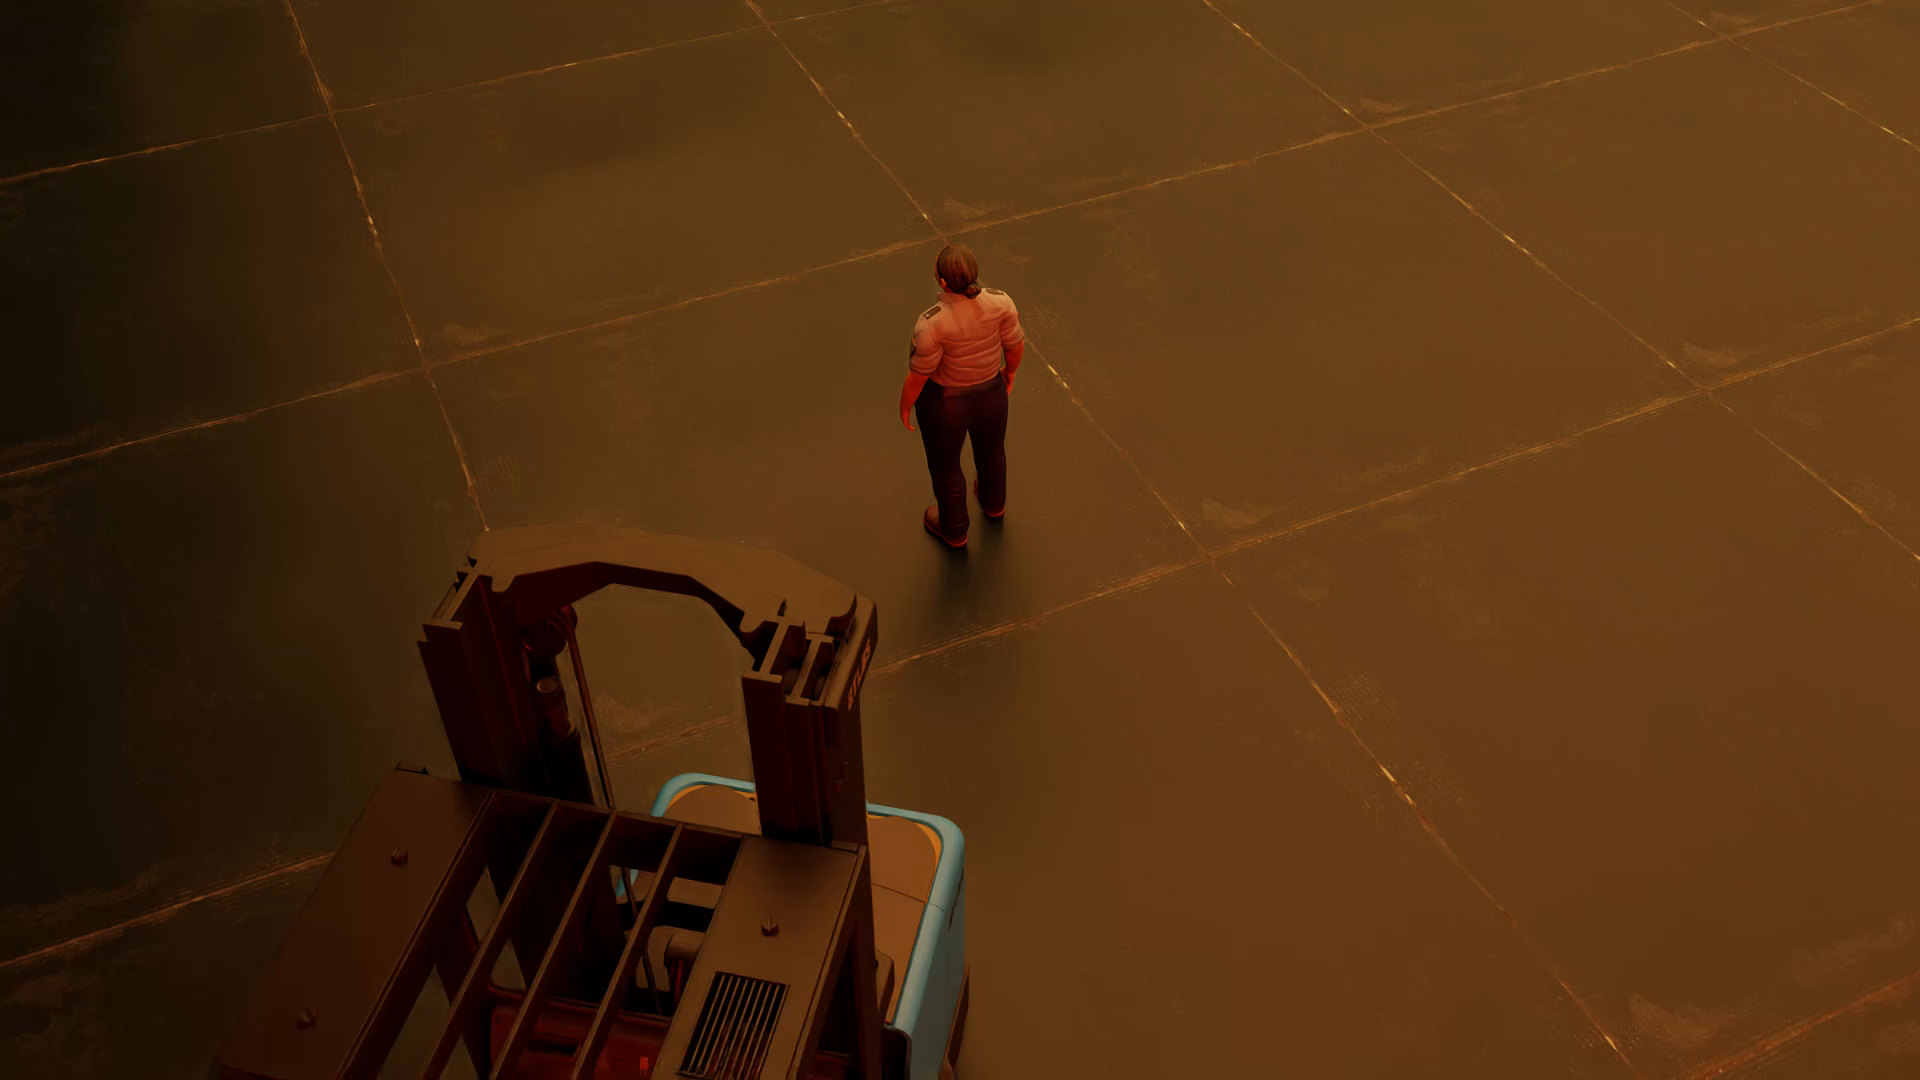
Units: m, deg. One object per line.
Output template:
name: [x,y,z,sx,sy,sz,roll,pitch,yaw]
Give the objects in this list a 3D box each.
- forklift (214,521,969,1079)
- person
forklift: [-0.788,1.518,4.054,1.130,2.935,3.031,9,44,9]
person: [-0.017,-0.670,7.328,0.598,1.651,0.502,-18,46,-18]
